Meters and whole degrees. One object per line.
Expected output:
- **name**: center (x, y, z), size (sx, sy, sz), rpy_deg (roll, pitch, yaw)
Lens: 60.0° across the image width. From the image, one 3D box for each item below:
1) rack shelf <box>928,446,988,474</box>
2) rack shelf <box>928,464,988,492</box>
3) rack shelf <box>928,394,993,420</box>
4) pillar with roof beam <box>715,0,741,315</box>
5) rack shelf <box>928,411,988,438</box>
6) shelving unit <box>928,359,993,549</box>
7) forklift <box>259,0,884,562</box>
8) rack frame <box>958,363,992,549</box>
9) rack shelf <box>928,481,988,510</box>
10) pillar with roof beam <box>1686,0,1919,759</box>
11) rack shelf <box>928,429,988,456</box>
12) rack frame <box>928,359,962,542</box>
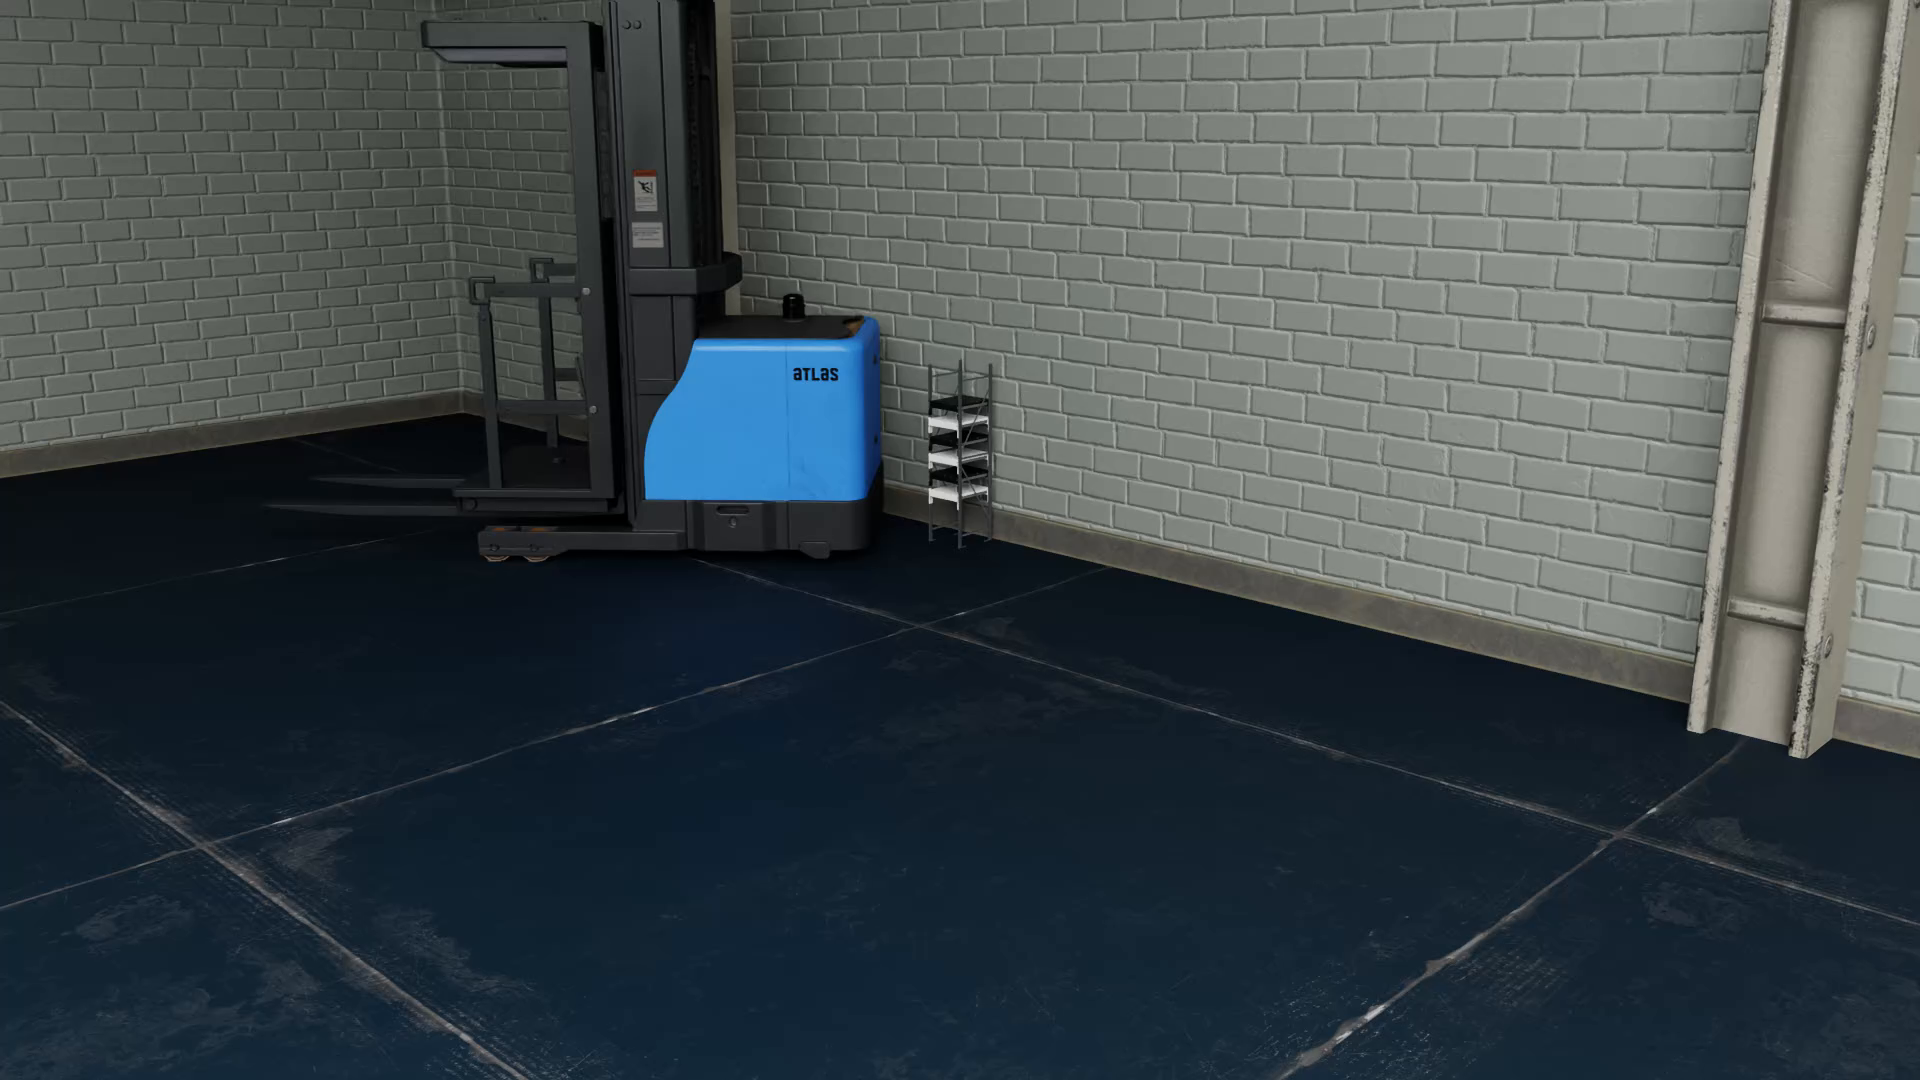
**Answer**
- **rack shelf**: center (0.001, -0.400, 8.315), size (0.200, 0.077, 0.258), rpy_deg (13, 20, 42)
- **rack shelf**: center (0.001, -0.313, 8.337), size (0.200, 0.077, 0.258), rpy_deg (13, 20, 42)
- **rack shelf**: center (0.001, -0.661, 8.247), size (0.200, 0.077, 0.258), rpy_deg (13, 20, 42)
- **pillar with roof beam**: center (-4.498, -3.948, 5.736), size (0.400, 9.000, 9.100), rpy_deg (14, 20, 42)
- **rack shelf**: center (0.001, -0.574, 8.269), size (0.200, 0.077, 0.258), rpy_deg (13, 20, 42)
- **shelving unit**: center (0.001, -0.432, 8.306), size (0.210, 0.900, 0.258), rpy_deg (13, 20, 42)
- **forklift**: center (-1.935, -1.443, 8.157), size (3.031, 2.935, 1.130), rpy_deg (1, 15, 2)
- **rack frame**: center (0.075, -0.415, 8.239), size (0.006, 0.900, 0.240), rpy_deg (13, 20, 42)
- **rack shelf**: center (0.001, -0.226, 8.360), size (0.200, 0.077, 0.258), rpy_deg (13, 20, 42)
- **pillar with roof beam**: center (-0.179, -2.898, 1.706), size (0.400, 9.000, 9.100), rpy_deg (14, 20, 42)
- **rack shelf**: center (0.001, -0.487, 8.292), size (0.200, 0.077, 0.258), rpy_deg (13, 20, 42)
- **rack frame**: center (-0.073, -0.450, 8.374), size (0.006, 0.900, 0.240), rpy_deg (13, 20, 42)
